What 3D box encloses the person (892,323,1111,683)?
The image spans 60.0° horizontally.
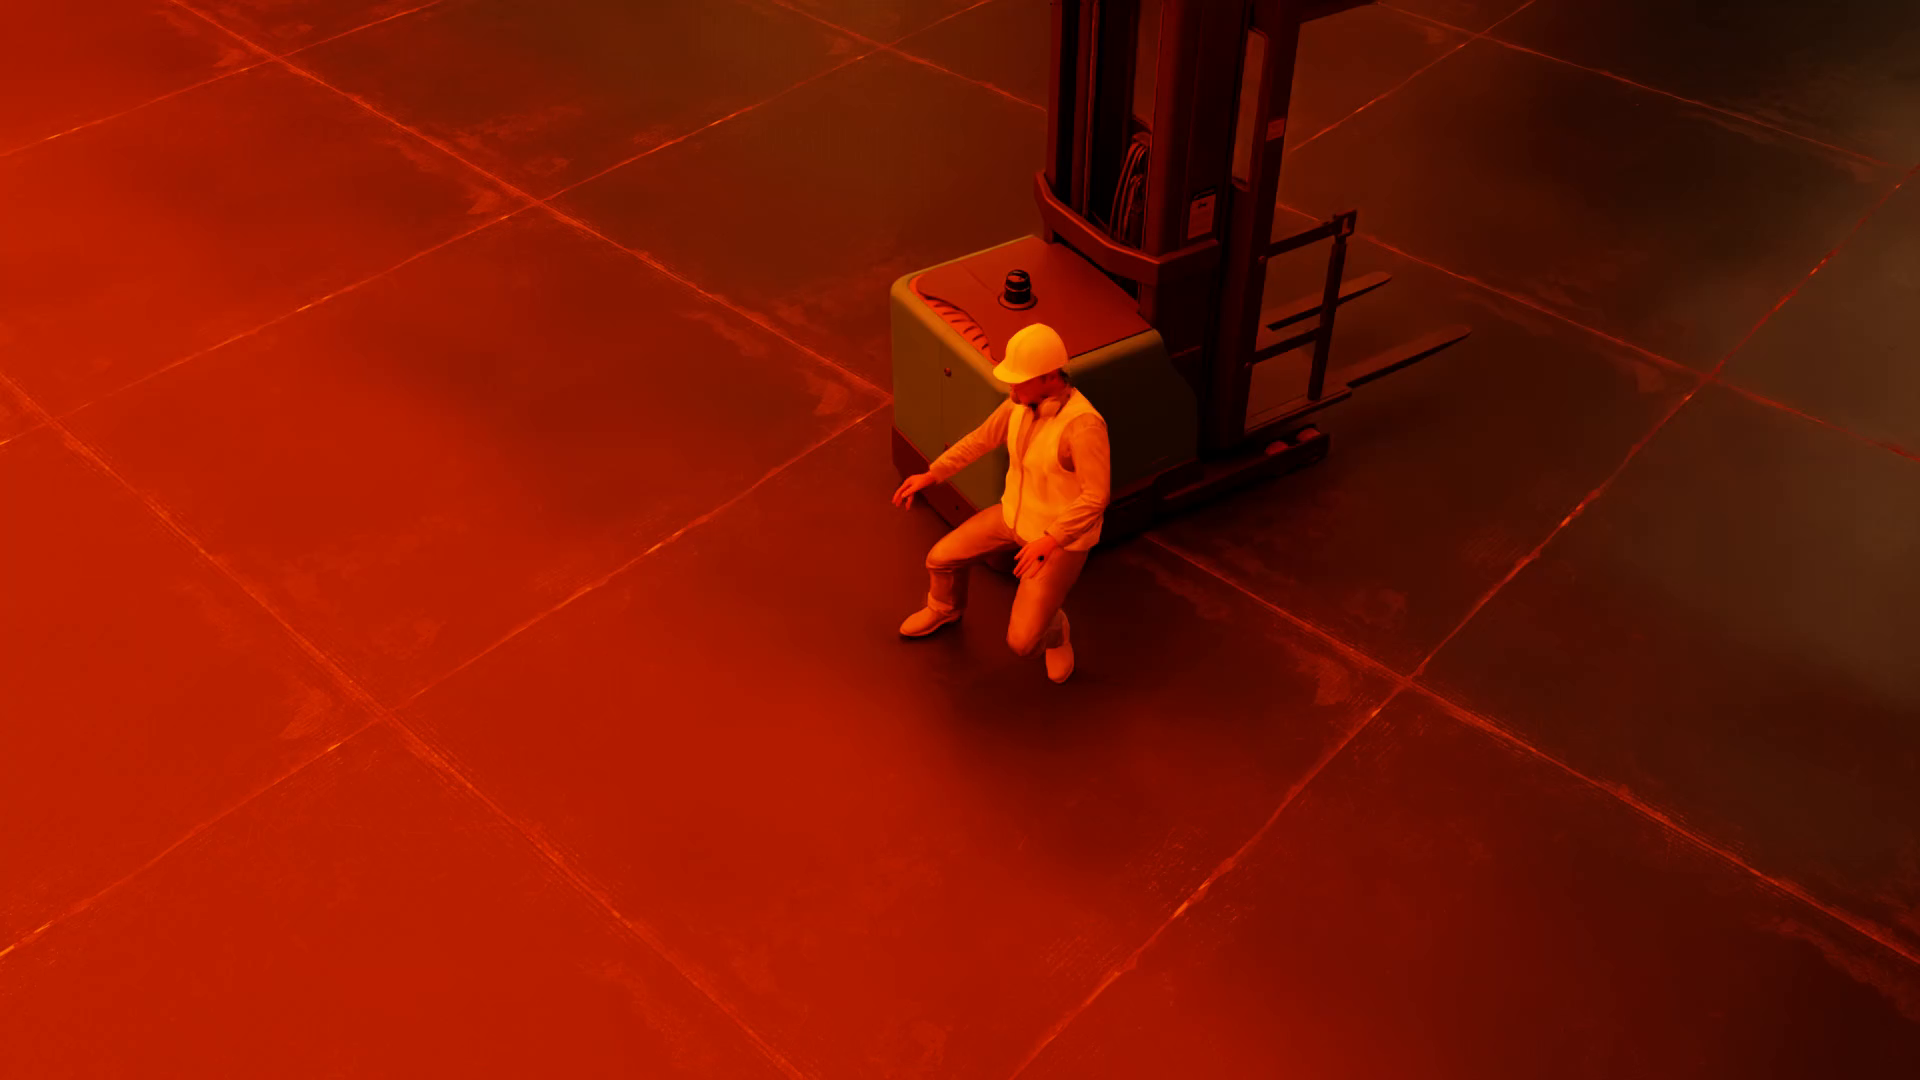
[{"bbox_3d":[0.192,-0.102,6.573,0.701,1.588,0.829,-23,46,-25],"label":"person"}]

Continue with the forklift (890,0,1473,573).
[{"bbox_3d":[1.197,-1.696,7.405,3.031,2.935,1.130,-22,45,-24],"label":"forklift"}]
